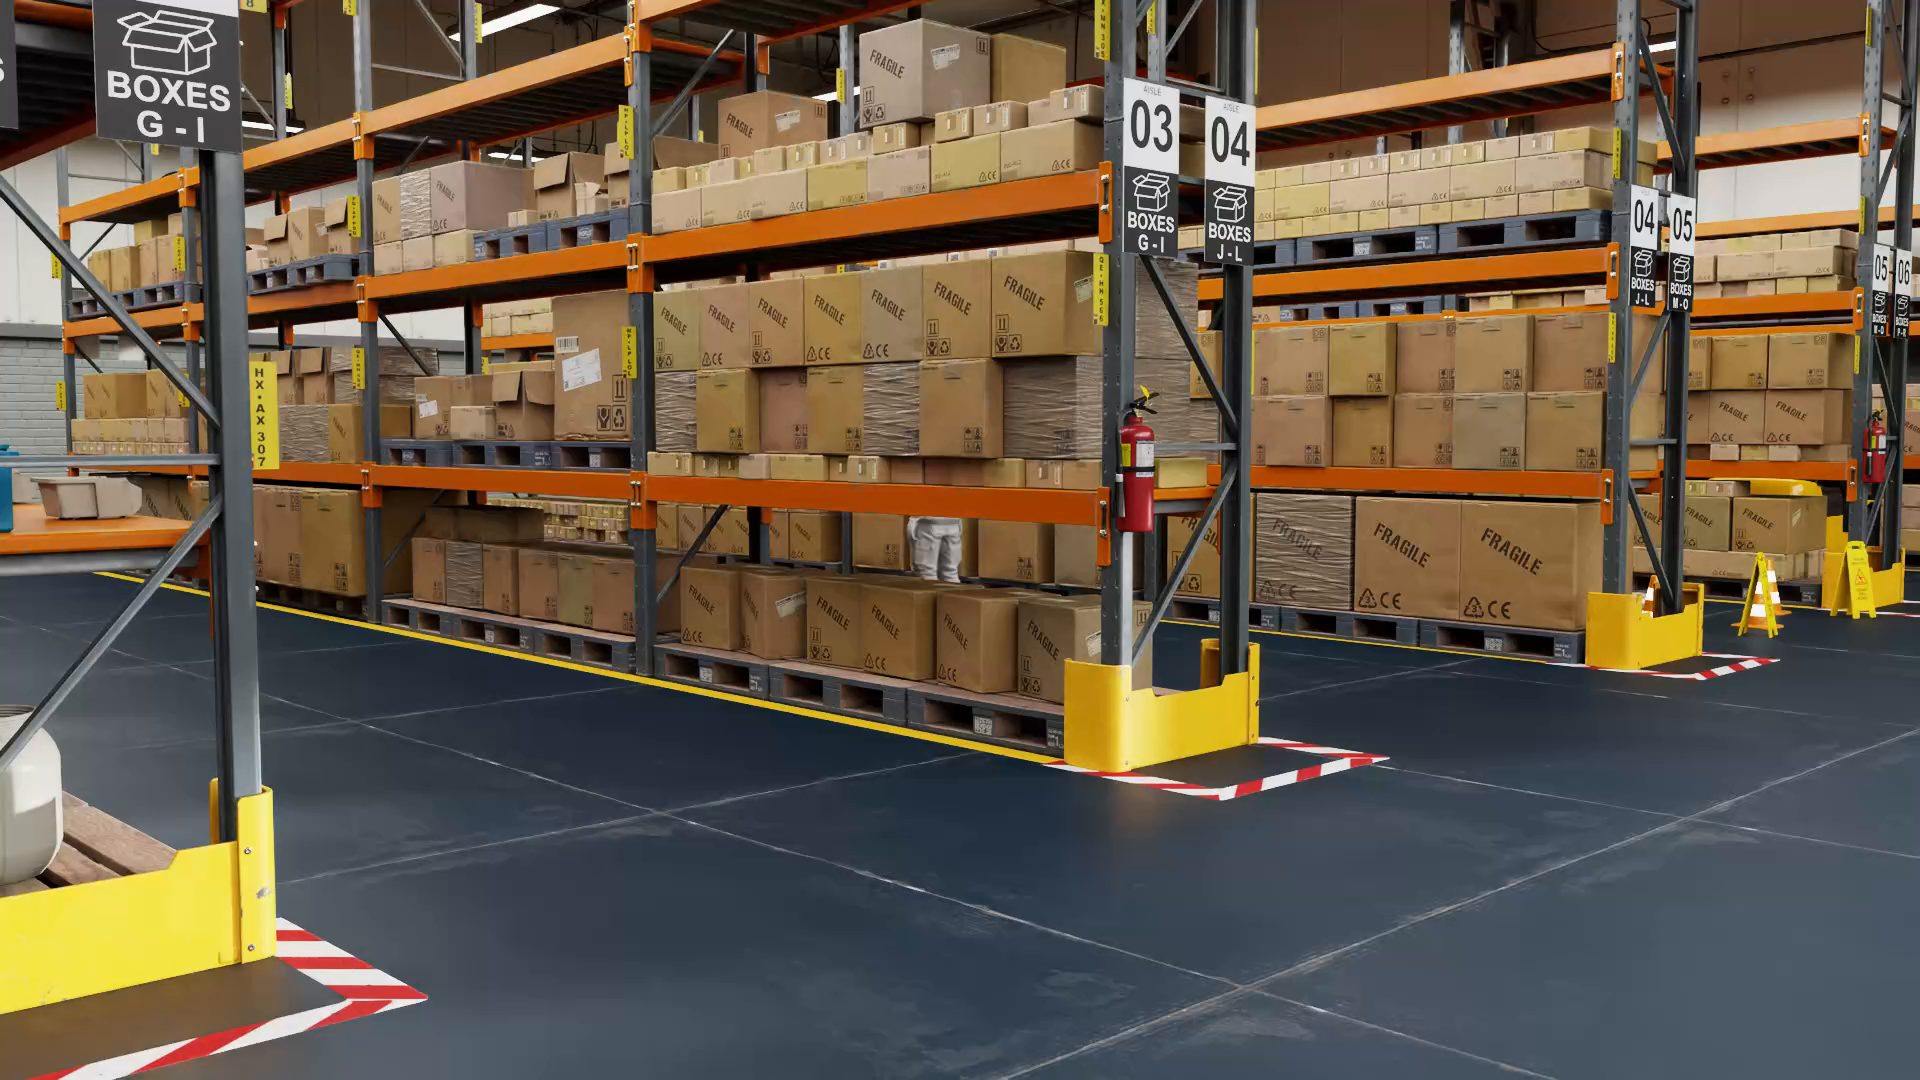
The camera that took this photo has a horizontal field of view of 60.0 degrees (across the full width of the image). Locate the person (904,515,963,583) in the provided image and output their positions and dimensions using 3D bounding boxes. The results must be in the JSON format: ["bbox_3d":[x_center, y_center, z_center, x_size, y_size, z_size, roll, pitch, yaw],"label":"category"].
[{"bbox_3d":[-0.176,-0.125,12.397,0.524,1.785,0.340,-4,5,-42],"label":"person"}]
